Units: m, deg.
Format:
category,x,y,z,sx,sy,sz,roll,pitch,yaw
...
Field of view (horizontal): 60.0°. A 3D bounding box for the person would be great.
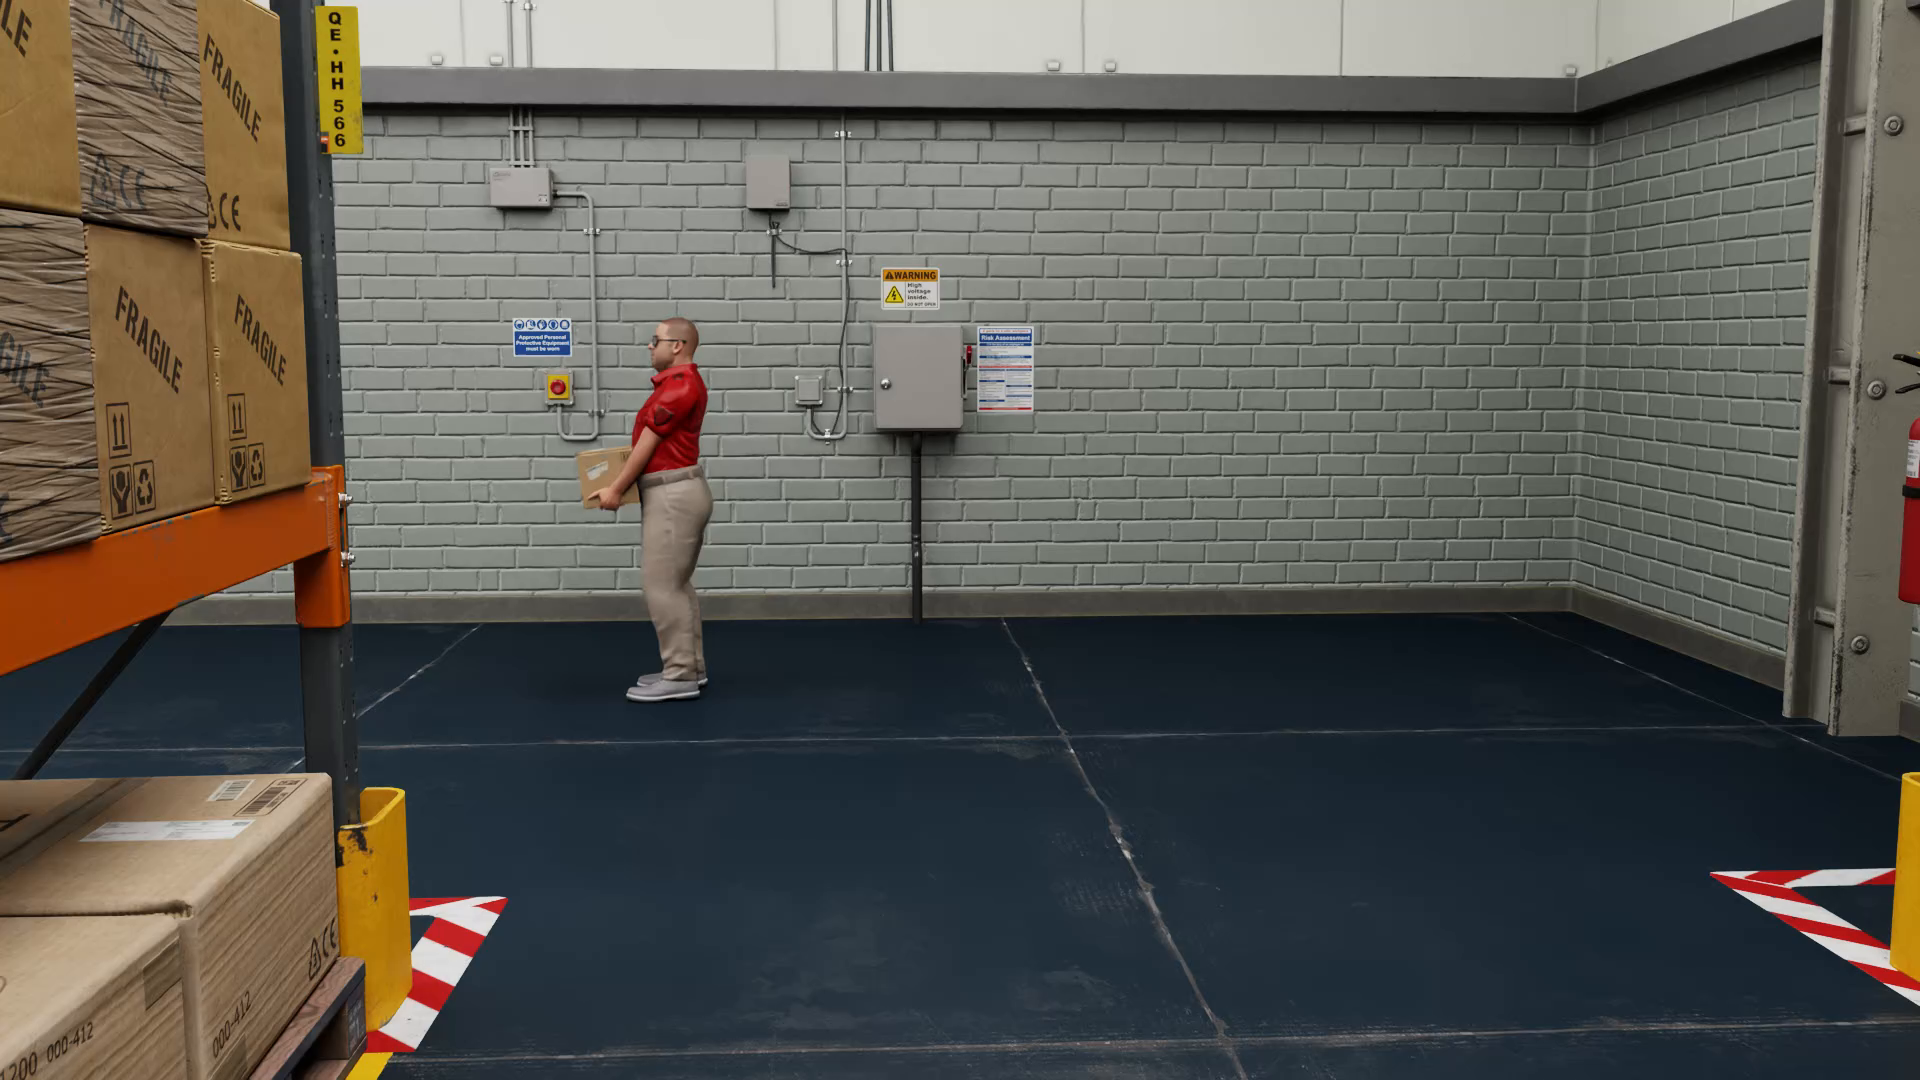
category,x,y,z,sx,sy,sz,roll,pitch,yaw
person,-1.402,-0.142,7.552,0.540,1.722,0.490,0,7,-3
